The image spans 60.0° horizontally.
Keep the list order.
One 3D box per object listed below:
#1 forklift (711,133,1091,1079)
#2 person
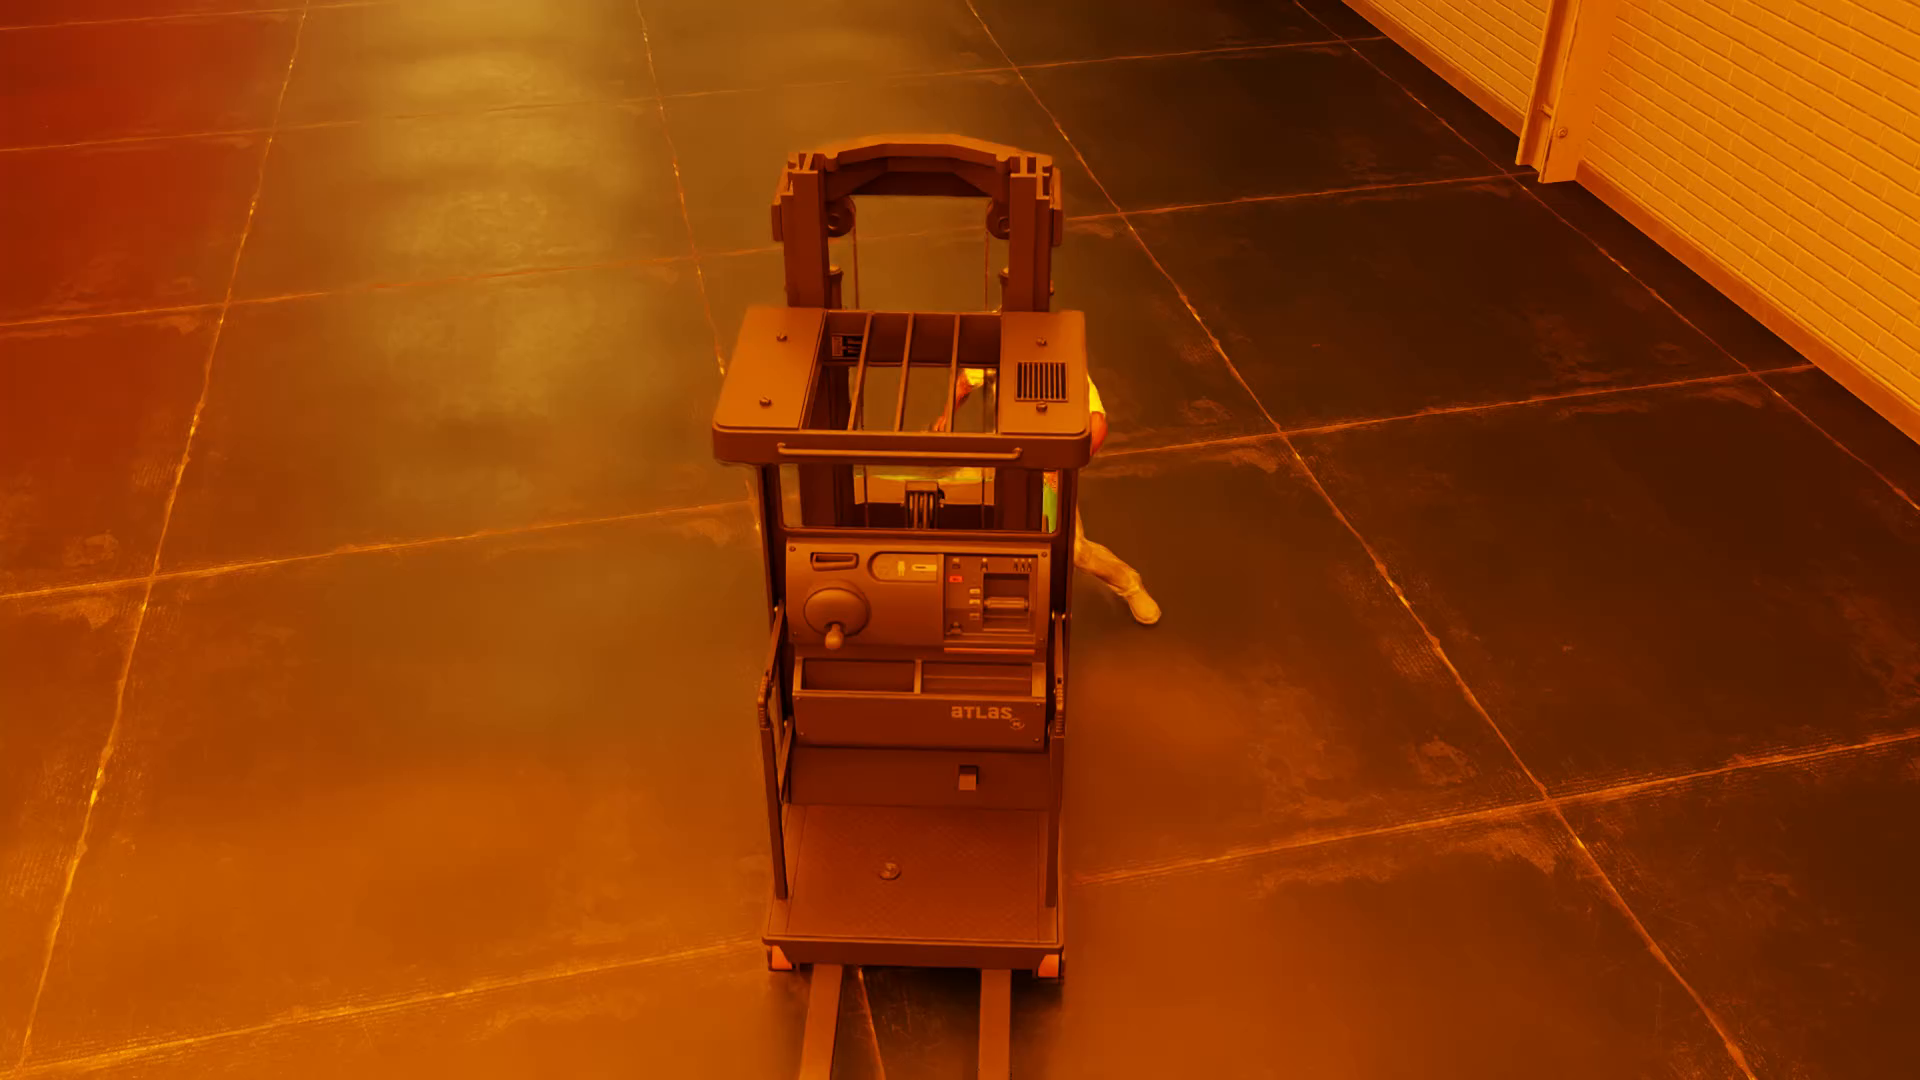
[{"bbox_3d":[-0.154,0.264,5.683,1.130,2.935,3.031,1,36,2],"label":"forklift"},{"bbox_3d":[0.279,-0.342,7.701,1.310,1.555,0.831,29,45,34],"label":"person"}]
